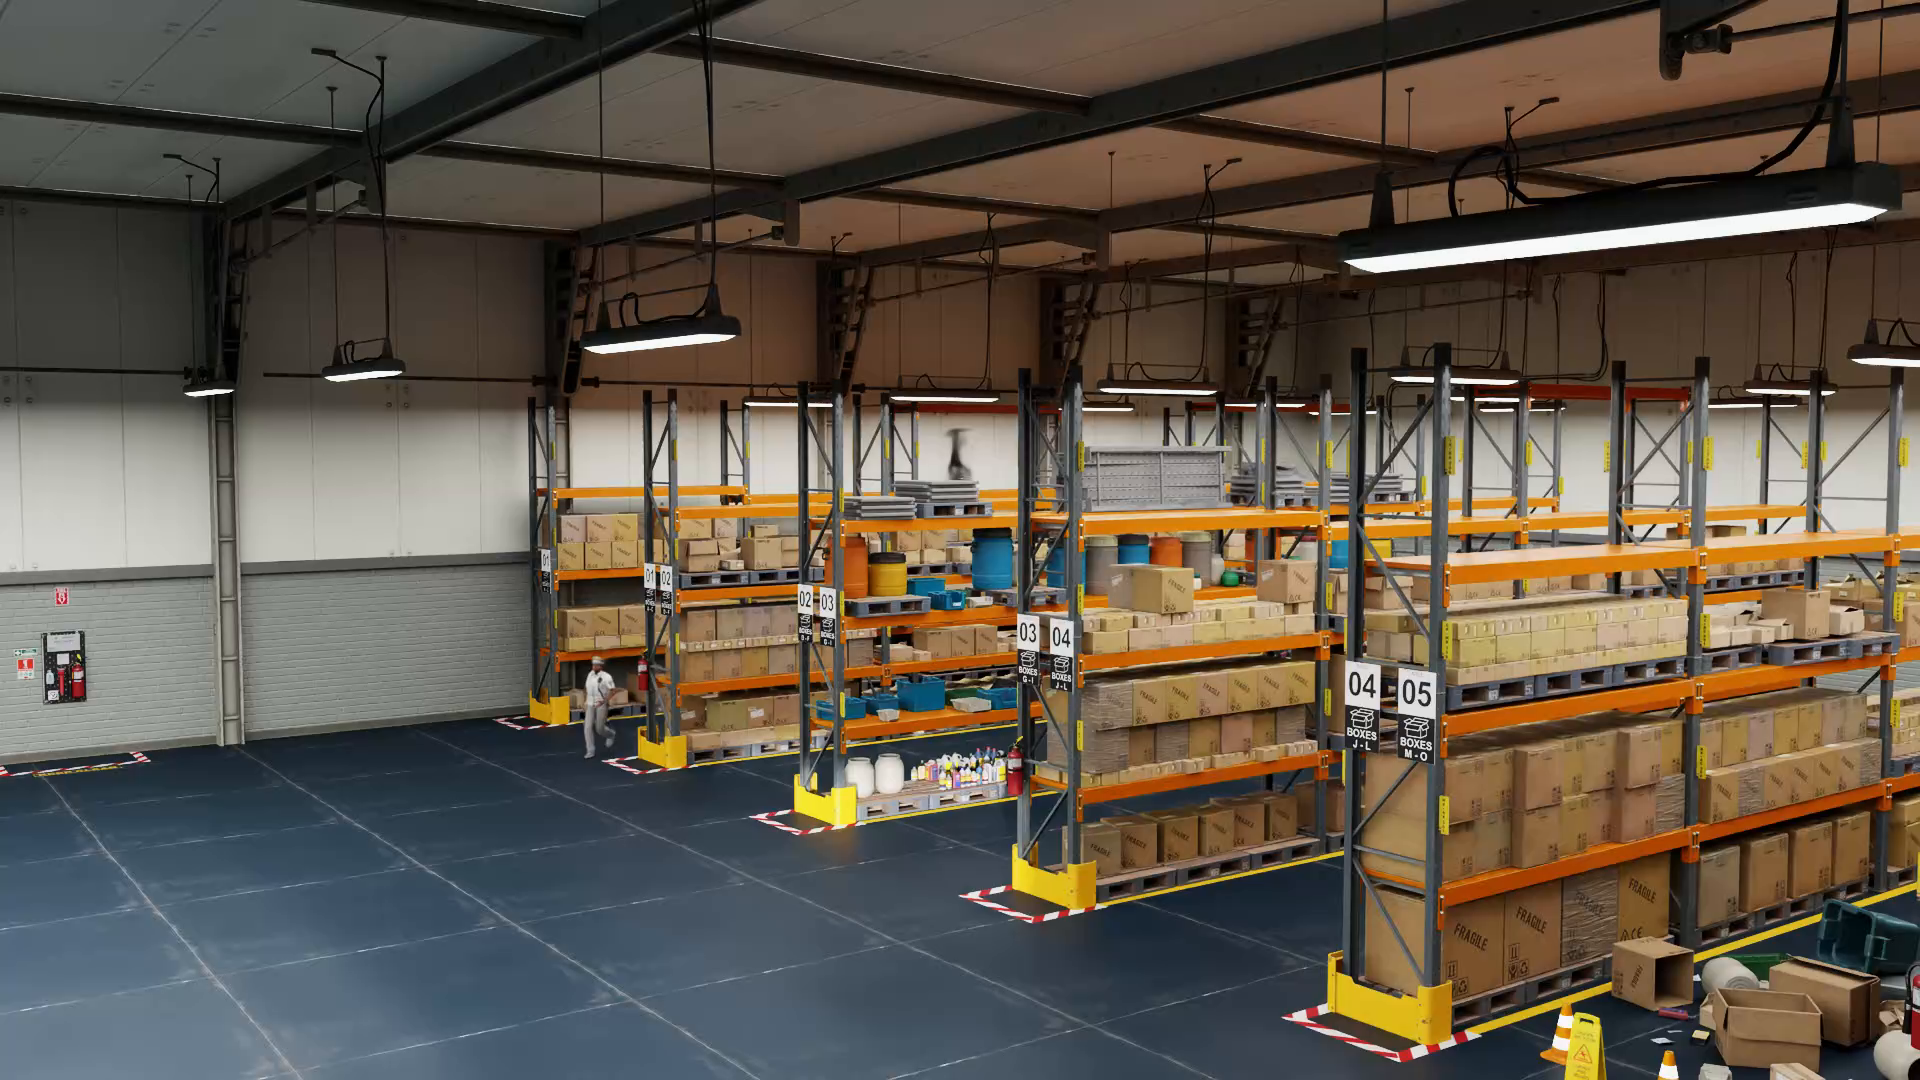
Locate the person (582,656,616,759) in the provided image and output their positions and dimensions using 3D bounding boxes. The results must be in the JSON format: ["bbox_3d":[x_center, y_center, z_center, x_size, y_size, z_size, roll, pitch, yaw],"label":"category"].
[{"bbox_3d":[-5.935,2.726,27.369,0.613,1.673,0.825,1,4,19],"label":"person"}]
